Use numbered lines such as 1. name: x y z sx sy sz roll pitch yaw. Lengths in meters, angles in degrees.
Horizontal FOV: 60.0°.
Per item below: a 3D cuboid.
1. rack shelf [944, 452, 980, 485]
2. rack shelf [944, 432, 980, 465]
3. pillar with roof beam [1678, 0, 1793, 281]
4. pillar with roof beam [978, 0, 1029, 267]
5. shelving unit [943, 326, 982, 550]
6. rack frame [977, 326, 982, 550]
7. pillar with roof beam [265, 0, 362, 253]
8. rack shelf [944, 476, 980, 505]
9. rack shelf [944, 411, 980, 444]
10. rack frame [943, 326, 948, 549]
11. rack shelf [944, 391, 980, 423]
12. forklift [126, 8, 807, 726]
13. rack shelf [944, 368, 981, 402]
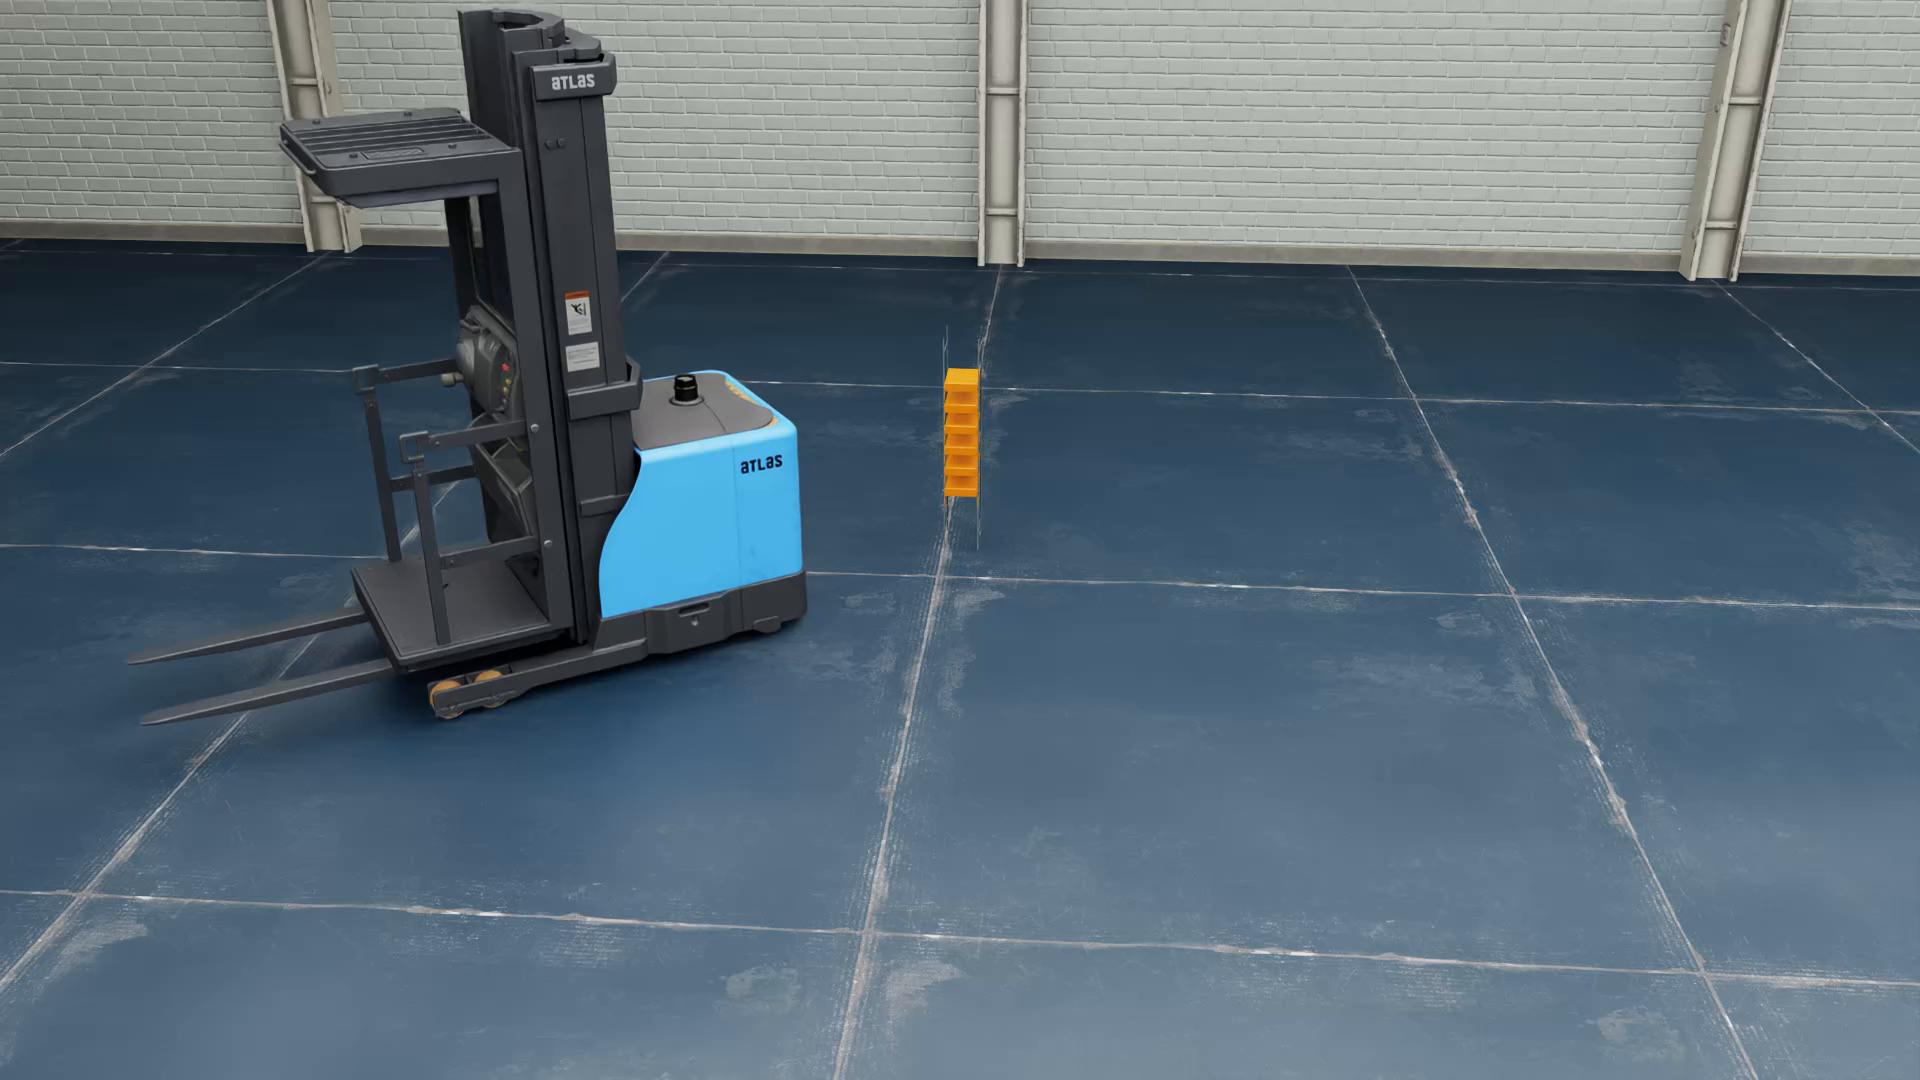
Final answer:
1. rack shelf: 0.014 -0.395 9.067 0.180 0.103 0.258 2 25 4
2. rack shelf: 0.014 -0.504 9.017 0.180 0.103 0.258 2 25 4
3. pillar with roof beam: 6.017 -4.540 8.351 0.400 9.000 9.100 2 25 4
4. pillar with roof beam: 0.034 -4.732 8.768 0.400 9.000 9.100 2 25 4
5. shelving unit: 0.014 -0.545 8.998 0.189 1.200 0.258 2 25 4
6. rack frame: 0.106 -0.542 8.992 0.006 1.200 0.240 2 25 4
7. pillar with roof beam: -5.948 -4.924 9.186 0.400 9.000 9.100 2 25 4
8. rack shelf: 0.014 -0.286 9.117 0.180 0.103 0.258 2 25 4
9. rack shelf: 0.014 -0.613 8.967 0.180 0.103 0.258 2 25 4
10. rack frame: -0.077 -0.548 9.005 0.006 1.200 0.240 2 25 4
11. rack shelf: 0.014 -0.722 8.916 0.180 0.103 0.258 2 25 4
12. forklift: -2.303 -0.779 7.436 3.031 2.935 1.130 -13 28 -26
13. rack shelf: 0.014 -0.831 8.866 0.180 0.103 0.258 2 25 4
